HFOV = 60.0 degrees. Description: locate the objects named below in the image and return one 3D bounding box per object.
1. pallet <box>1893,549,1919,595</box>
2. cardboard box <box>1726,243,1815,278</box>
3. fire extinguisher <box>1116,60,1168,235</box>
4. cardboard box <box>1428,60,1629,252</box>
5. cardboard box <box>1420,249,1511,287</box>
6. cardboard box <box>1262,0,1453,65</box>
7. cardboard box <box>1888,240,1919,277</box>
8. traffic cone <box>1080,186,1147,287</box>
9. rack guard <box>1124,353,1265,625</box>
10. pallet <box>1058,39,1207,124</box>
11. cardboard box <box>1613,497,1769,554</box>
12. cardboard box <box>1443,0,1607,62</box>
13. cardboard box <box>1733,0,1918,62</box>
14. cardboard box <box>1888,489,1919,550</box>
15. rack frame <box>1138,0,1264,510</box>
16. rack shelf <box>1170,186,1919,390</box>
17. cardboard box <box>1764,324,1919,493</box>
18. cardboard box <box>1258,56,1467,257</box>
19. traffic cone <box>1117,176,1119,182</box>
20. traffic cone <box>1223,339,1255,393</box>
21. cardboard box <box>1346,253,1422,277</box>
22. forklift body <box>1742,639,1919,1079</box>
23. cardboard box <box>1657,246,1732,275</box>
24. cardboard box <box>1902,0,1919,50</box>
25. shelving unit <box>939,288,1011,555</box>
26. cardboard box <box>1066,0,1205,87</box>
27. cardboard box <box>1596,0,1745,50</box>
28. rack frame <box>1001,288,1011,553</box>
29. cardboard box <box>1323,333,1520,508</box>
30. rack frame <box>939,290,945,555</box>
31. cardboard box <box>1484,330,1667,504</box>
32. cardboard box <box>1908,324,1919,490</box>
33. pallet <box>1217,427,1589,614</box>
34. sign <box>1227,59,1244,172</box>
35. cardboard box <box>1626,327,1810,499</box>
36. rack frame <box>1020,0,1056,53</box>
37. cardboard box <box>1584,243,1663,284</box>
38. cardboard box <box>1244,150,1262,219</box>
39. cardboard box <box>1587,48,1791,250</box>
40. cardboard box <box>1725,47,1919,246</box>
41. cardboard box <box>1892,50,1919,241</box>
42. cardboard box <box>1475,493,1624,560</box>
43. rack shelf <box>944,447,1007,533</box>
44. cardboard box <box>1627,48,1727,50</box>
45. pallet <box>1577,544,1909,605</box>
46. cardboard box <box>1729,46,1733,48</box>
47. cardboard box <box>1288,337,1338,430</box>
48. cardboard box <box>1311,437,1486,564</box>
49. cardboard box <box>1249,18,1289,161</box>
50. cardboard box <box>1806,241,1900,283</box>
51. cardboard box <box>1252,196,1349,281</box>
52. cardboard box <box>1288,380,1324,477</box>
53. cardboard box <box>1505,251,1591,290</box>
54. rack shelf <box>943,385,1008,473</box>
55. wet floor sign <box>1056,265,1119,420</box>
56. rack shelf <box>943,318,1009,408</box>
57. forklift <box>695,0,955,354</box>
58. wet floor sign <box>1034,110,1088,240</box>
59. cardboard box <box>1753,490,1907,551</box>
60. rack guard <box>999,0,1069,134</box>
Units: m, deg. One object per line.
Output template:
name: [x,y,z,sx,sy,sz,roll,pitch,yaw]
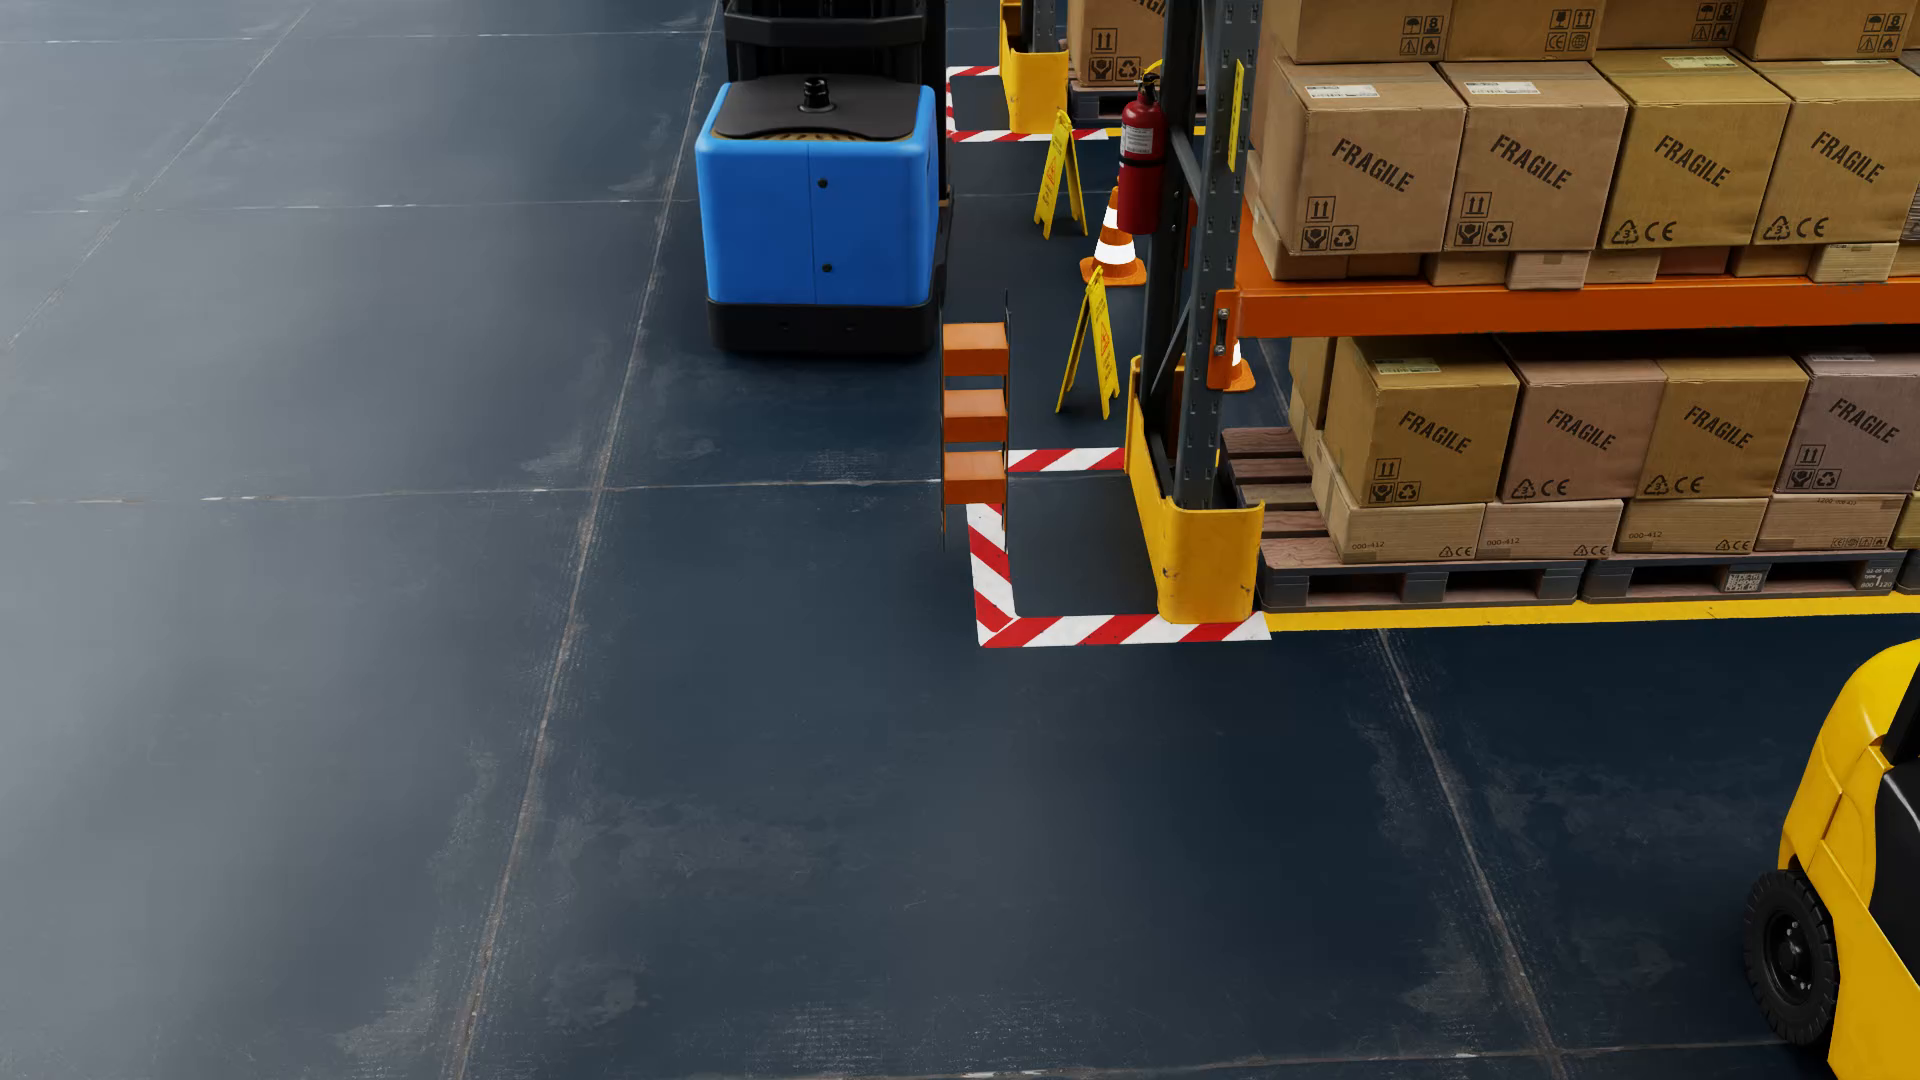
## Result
pallet: [4.146,-0.177,6.691,1.213,0.211,1.003,-2,35,-2]
cardboard box: [2.727,-1.056,5.732,0.250,0.149,0.380,-2,35,-3]
fire extinguisher: [0.683,-1.481,6.193,0.183,0.674,0.296,-2,35,-2]
cardboard box: [1.823,-1.288,5.497,0.500,0.500,0.500,-1,35,-1]
cardboard box: [1.689,-1.018,5.677,0.250,0.149,0.380,-3,35,-4]
cardboard box: [1.319,-1.966,5.598,0.500,0.500,0.700,-2,35,-3]
cardboard box: [3.236,-1.057,5.733,0.250,0.149,0.380,-2,35,-3]
traffic cone: [0.796,-1.577,8.493,0.334,0.463,0.336,-2,35,-2]
rack guard: [0.895,-0.228,6.511,0.348,0.500,1.175,-2,35,-2]
pallet: [1.279,-2.984,10.747,1.213,0.211,1.003,-2,35,-2]
cardboard box: [2.693,-0.192,6.309,0.500,0.250,0.500,1,35,1]
cardboard box: [1.825,-1.975,5.612,0.500,0.500,0.700,-1,35,-2]
cardboard box: [2.834,-1.982,5.621,0.500,0.500,0.700,-2,35,-3]
cardboard box: [3.705,-0.215,6.343,0.500,0.250,0.500,-2,35,-3]
rack frame: [0.819,-1.254,5.797,0.127,3.000,1.000,-2,35,-2]
rack shelf: [2.817,-1.012,6.079,4.000,0.370,1.077,-2,35,-2]
cardboard box: [3.219,-0.514,6.116,0.500,0.500,0.500,0,35,0]
cardboard box: [1.305,-1.272,5.474,0.500,0.500,0.500,-2,35,-3]
traffic cone: [1.082,-2.229,9.435,0.334,0.463,0.336,-2,35,-2]
traffic cone: [1.188,-0.955,7.595,0.334,0.463,0.336,-2,35,-2]
cardboard box: [1.420,-1.057,5.733,0.250,0.149,0.380,-1,35,-2]
forklift body: [2.866,0.829,3.534,1.214,2.155,2.313,-2,35,-2]
cardboard box: [2.462,-1.066,5.746,0.250,0.149,0.380,0,35,-1]
cardboard box: [3.351,-2.048,5.716,0.500,0.500,0.700,-2,35,-3]
shelving unit: [0.053,-0.433,6.324,0.252,1.050,0.215,-2,35,-2]
cardboard box: [1.158,-3.420,10.424,0.875,0.875,0.875,-1,35,-2]
cardboard box: [2.330,-2.048,5.716,0.500,0.500,0.700,-2,35,-3]
rack frame: [0.175,-0.436,6.329,0.008,1.050,0.200,-2,35,-2]
cardboard box: [1.662,-0.470,6.052,0.500,0.500,0.500,-3,35,-4]
rack frame: [-0.069,-0.430,6.320,0.008,1.050,0.200,-2,35,-2]
cardboard box: [2.184,-0.486,6.076,0.500,0.500,0.500,-3,35,-4]
cardboard box: [3.729,-0.529,6.137,0.500,0.500,0.500,-1,35,-1]
pallet: [1.708,-0.111,6.596,1.213,0.211,1.003,-2,35,-2]
sign: [0.845,-1.301,5.105,0.005,0.325,0.100,-2,35,-2]
cardboard box: [2.685,-0.495,6.089,0.500,0.500,0.500,-1,35,-1]
rack frame: [0.484,-4.065,9.858,0.127,3.000,1.000,-2,35,-2]
cardboard box: [2.201,-1.025,5.686,0.250,0.149,0.380,-1,35,-1]
cardboard box: [1.183,-1.282,6.058,0.250,0.149,0.380,0,35,-1]
cardboard box: [2.332,-1.302,5.518,0.500,0.500,0.500,-2,35,-3]
cardboard box: [2.839,-1.321,5.544,0.500,0.500,0.500,-2,35,-3]
cardboard box: [3.351,-1.337,5.568,0.500,0.500,0.500,-1,35,-1]
cardboard box: [2.148,-0.170,6.278,0.500,0.250,0.500,0,35,-1]
rack shelf: [0.053,-0.196,6.488,0.240,0.259,0.215,-2,35,-2]
cardboard box: [2.349,-1.611,5.963,0.500,0.500,0.500,-2,35,-2]
pallet: [2.924,-0.142,6.641,1.213,0.211,1.003,-2,35,-2]
cardboard box: [2.856,-1.614,5.968,0.500,0.500,0.500,-1,35,-2]
cardboard box: [1.607,-0.774,6.492,0.500,0.500,0.500,-1,35,-2]
cardboard box: [1.638,-0.160,6.264,0.500,0.250,0.500,-2,35,-3]
cardboard box: [1.348,-1.588,5.931,0.500,0.500,0.500,-2,35,-3]
cardboard box: [2.981,-1.030,5.694,0.250,0.149,0.380,-1,35,-2]
cardboard box: [1.168,-1.042,5.711,0.250,0.149,0.380,-1,35,-2]
cardboard box: [1.638,-0.471,6.713,0.500,0.250,0.500,-2,35,-2]
cardboard box: [1.944,-0.999,5.649,0.250,0.149,0.380,-1,35,-1]
rack shelf: [0.053,-0.424,6.330,0.240,0.259,0.215,-2,35,-2]
wet floor sign: [0.579,-0.889,7.338,0.232,0.644,0.267,10,36,14]
rack shelf: [0.053,-0.658,6.169,0.240,0.259,0.215,-2,35,-2]
forklift: [-0.600,-2.884,8.213,1.130,2.935,3.031,1,35,2]
wet floor sign: [0.549,-1.970,8.901,0.232,0.644,0.267,-7,35,-10]
cardboard box: [3.197,-0.204,6.327,0.500,0.250,0.500,-1,35,-1]
rack guard: [0.460,-3.036,10.569,0.348,0.500,1.175,-2,35,-2]
